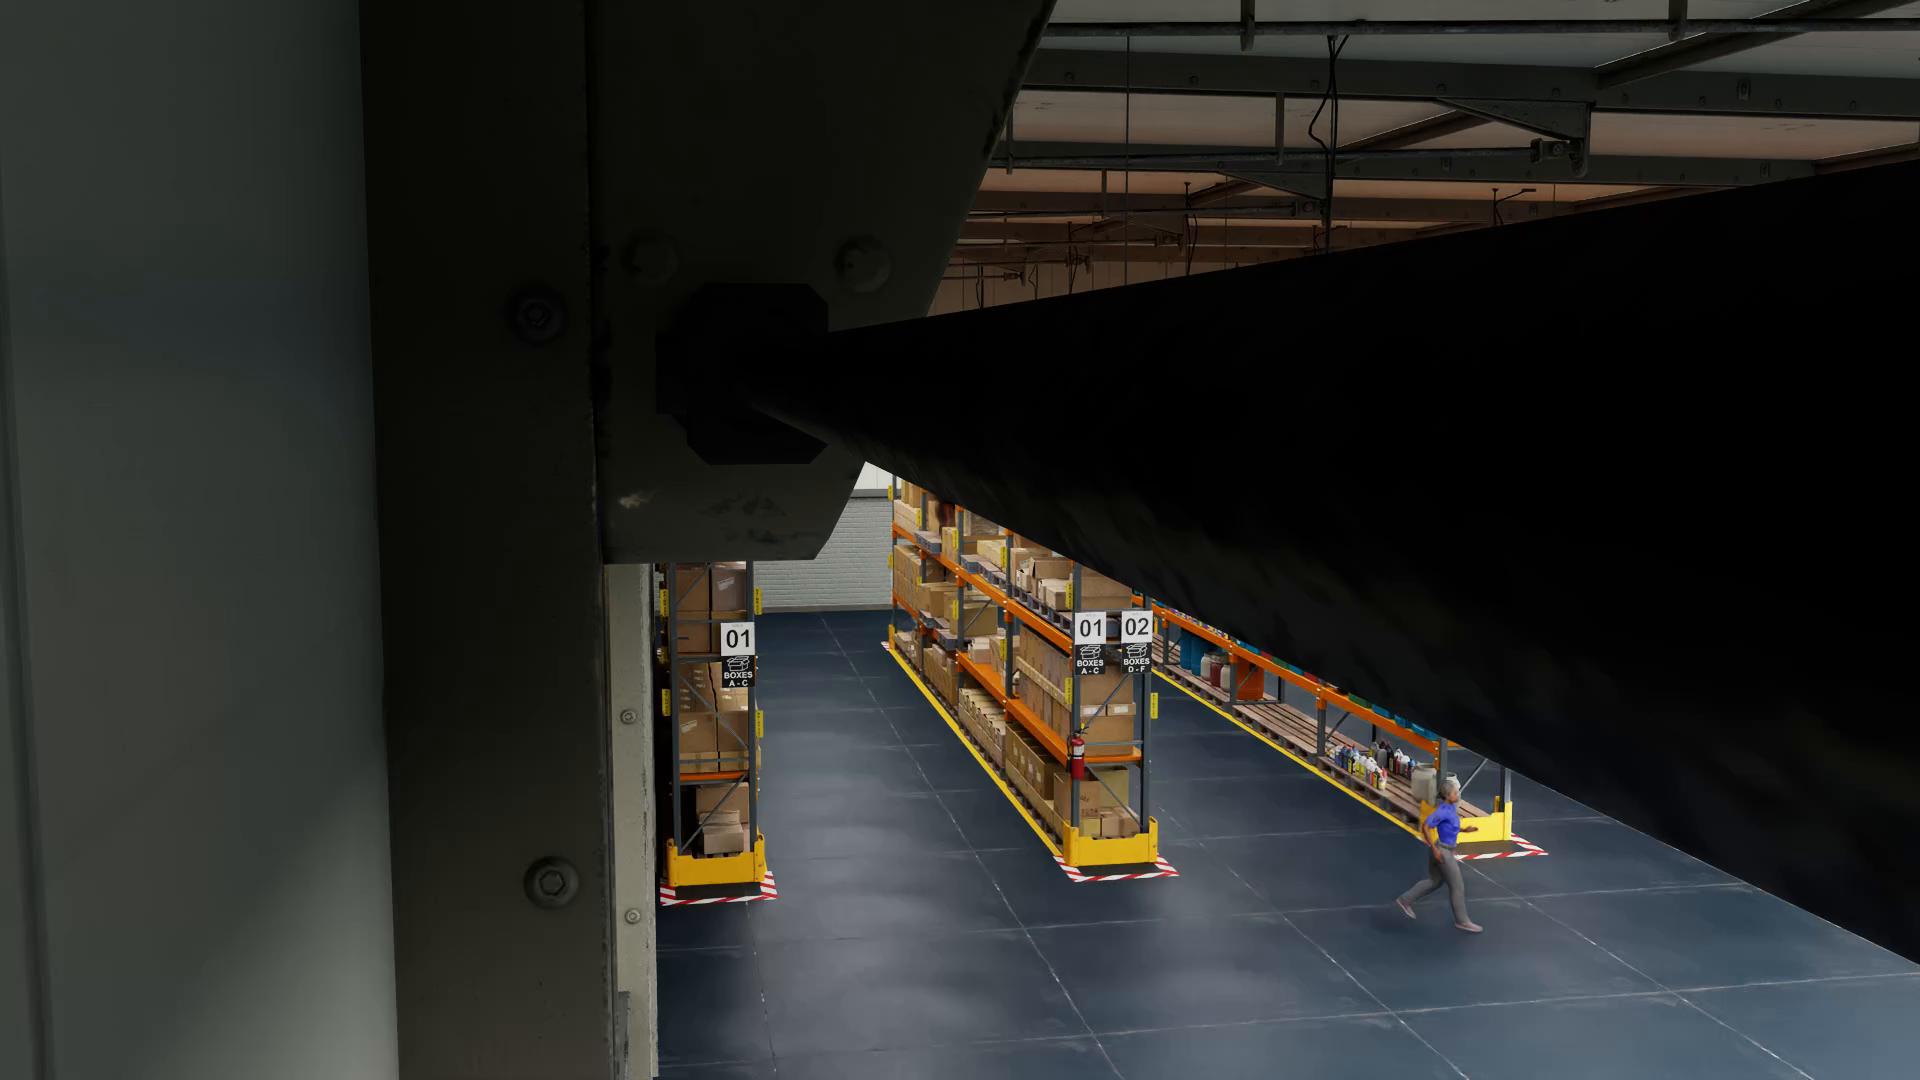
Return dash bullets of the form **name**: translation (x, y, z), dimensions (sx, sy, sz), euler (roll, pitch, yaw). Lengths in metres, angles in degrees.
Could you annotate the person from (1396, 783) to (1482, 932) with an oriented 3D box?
- **person**: translation (5.328, 3.493, 18.439), dimensions (0.939, 1.646, 0.574), euler (2, 6, 16)
